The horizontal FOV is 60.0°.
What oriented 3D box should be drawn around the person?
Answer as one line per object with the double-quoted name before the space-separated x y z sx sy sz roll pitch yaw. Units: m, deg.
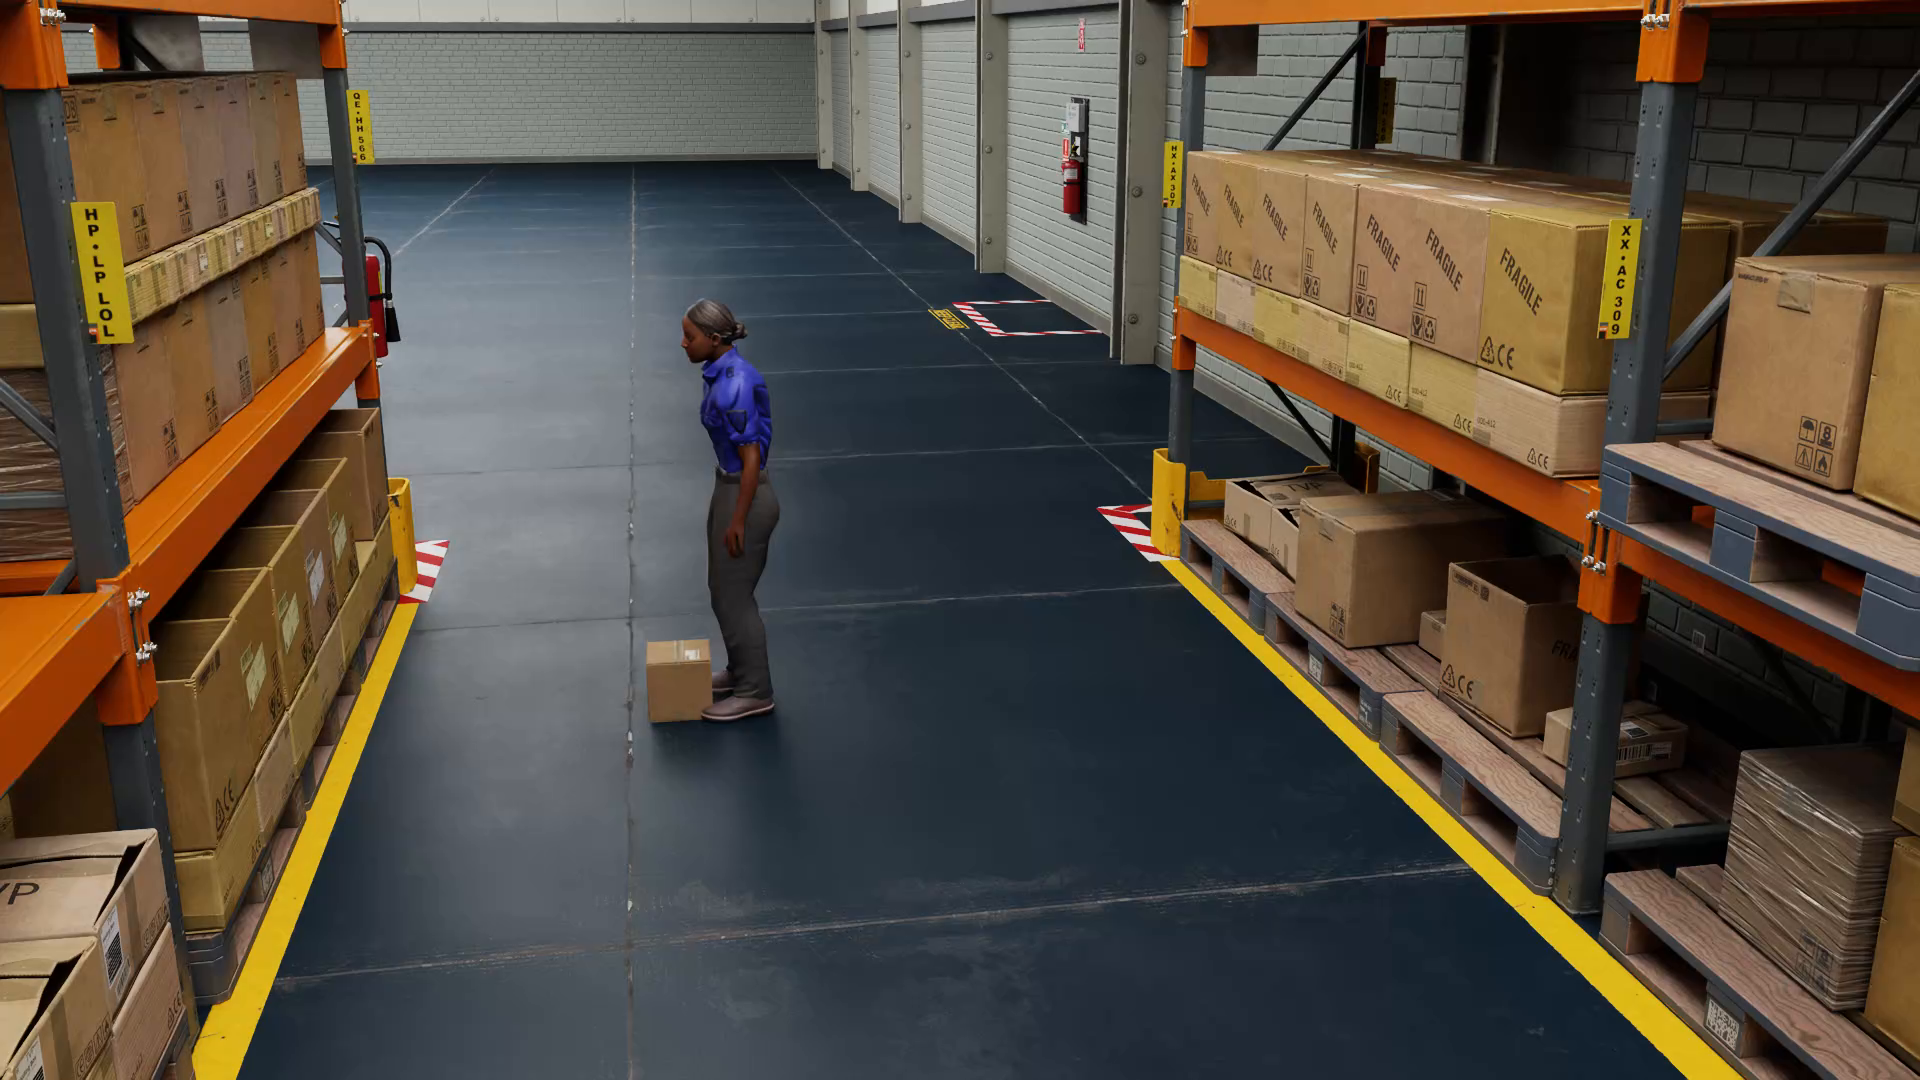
"person" -0.887 -0.129 6.483 0.348 1.653 0.524 -4 17 -14
